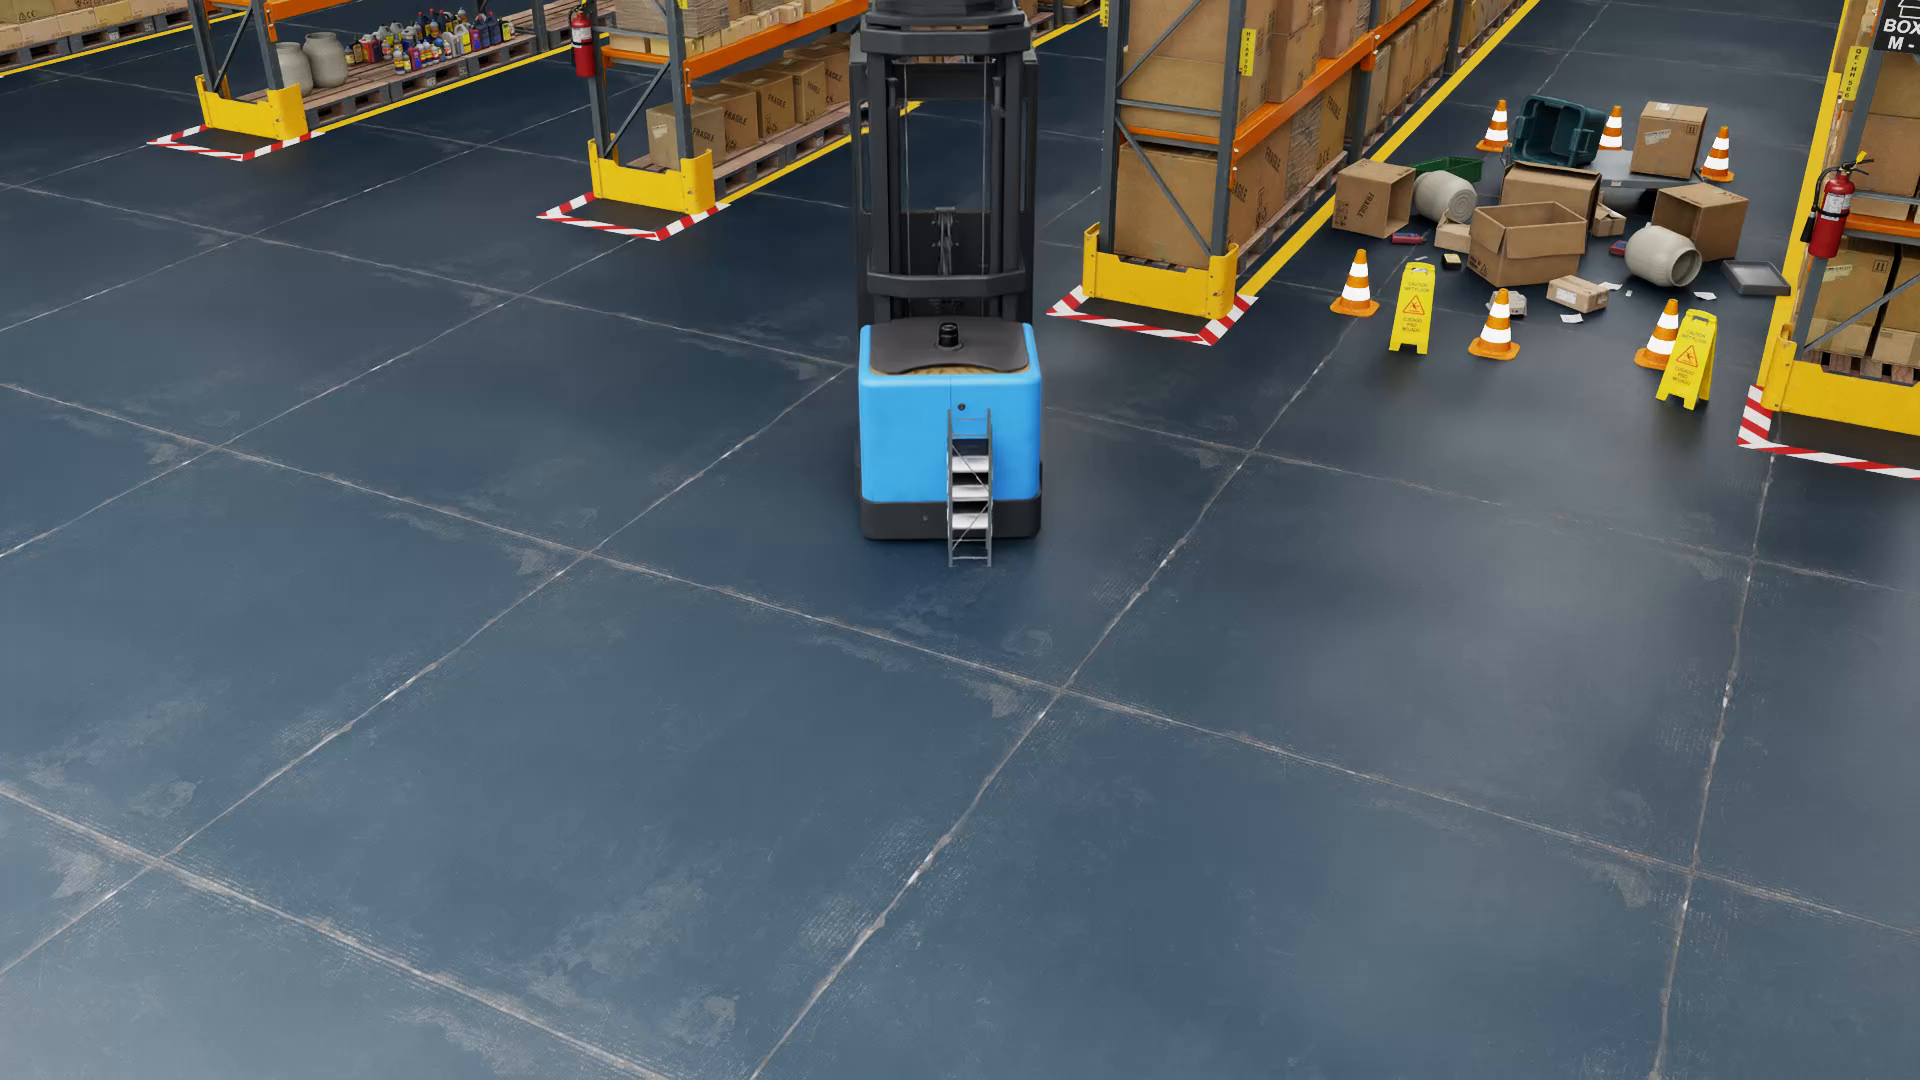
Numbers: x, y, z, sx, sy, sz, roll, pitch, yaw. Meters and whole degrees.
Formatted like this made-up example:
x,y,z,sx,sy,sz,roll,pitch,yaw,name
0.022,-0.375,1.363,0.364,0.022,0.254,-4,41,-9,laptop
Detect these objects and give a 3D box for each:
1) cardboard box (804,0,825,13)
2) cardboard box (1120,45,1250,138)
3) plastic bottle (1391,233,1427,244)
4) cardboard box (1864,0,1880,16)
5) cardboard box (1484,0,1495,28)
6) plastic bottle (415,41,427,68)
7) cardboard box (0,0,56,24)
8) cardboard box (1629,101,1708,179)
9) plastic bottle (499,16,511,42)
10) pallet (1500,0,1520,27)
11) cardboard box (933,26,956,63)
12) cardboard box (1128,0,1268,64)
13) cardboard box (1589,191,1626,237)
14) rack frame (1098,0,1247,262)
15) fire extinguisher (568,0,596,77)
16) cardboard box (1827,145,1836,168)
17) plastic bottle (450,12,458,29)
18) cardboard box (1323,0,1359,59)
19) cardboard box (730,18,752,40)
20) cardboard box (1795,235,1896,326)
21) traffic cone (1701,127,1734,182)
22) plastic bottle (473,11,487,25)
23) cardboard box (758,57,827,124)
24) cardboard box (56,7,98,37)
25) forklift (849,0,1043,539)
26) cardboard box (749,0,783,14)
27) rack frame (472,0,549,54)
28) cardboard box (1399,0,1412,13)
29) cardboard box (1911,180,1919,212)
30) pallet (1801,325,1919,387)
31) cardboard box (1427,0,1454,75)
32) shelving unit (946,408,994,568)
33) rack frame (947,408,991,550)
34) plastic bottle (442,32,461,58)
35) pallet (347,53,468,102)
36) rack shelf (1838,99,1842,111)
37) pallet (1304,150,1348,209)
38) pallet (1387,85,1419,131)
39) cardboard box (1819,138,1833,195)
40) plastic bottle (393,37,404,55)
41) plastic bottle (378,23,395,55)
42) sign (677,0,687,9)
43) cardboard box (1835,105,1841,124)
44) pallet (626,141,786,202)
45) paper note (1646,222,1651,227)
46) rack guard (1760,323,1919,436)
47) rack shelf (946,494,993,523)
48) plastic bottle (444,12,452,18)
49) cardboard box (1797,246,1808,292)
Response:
x,y,z,sx,sy,sz,roll,pitch,yaw,name
-1.527,-5.199,16.044,0.380,0.149,0.250,14,33,23,cardboard box
1.681,-3.428,12.557,0.875,0.550,0.550,14,33,23,cardboard box
3.821,-2.566,14.158,0.283,0.061,0.133,4,30,6,plastic bottle
6.281,-3.215,10.933,0.700,0.500,0.500,15,33,24,cardboard box
6.202,-6.541,20.217,0.500,0.500,0.500,13,32,22,cardboard box
-5.966,-5.375,18.395,0.097,0.271,0.097,0,30,0,plastic bottle
-10.965,-6.332,19.350,0.500,0.500,0.500,14,33,23,cardboard box
6.229,-3.519,14.615,0.500,0.500,0.500,14,33,23,cardboard box
-5.329,-5.980,19.437,0.061,0.283,0.133,16,34,26,plastic bottle
6.666,-6.954,21.647,1.003,0.211,1.213,14,33,23,pallet
-0.462,-5.713,18.755,0.700,0.500,0.500,14,33,23,cardboard box
1.756,-3.878,12.255,0.875,0.550,0.550,14,33,23,cardboard box
5.546,-2.824,14.401,0.258,0.266,0.396,-7,31,-11,cardboard box
1.553,-3.189,12.290,1.000,3.000,0.127,14,33,23,rack frame
-3.279,-4.379,14.441,0.296,0.674,0.183,14,33,23,fire extinguisher
6.855,-2.889,12.705,0.380,0.149,0.250,16,34,26,cardboard box
-5.967,-6.053,19.564,0.061,0.283,0.133,14,33,23,plastic bottle
2.987,-4.612,14.618,0.875,0.550,0.550,14,33,23,cardboard box
-2.121,-4.651,15.090,0.380,0.149,0.250,14,33,23,cardboard box
6.138,-1.840,11.528,0.500,0.500,0.500,15,33,24,cardboard box
7.146,-3.651,15.643,0.336,0.463,0.334,14,33,23,traffic cone
-5.569,-5.979,19.368,0.144,0.351,0.185,14,33,23,plastic bottle
-1.679,-4.513,16.685,0.500,0.500,0.500,11,32,19,cardboard box
-10.739,-6.229,19.924,0.500,0.250,0.500,14,33,23,cardboard box
-0.104,-1.973,10.243,1.130,2.935,3.031,-1,30,-2,forklift
-2.155,-5.229,15.445,0.875,0.500,0.500,14,33,23,cardboard box
-5.404,-7.255,19.372,1.000,3.000,0.127,14,33,23,rack frame
4.083,-5.401,16.043,0.500,0.500,0.500,15,33,24,cardboard box
6.446,-2.220,10.857,0.380,0.149,0.250,15,33,24,cardboard box
6.441,-1.287,11.779,1.003,0.211,1.213,14,33,23,pallet
4.839,-5.692,18.487,1.050,0.750,0.750,14,33,23,cardboard box
0.054,-0.285,9.343,0.258,0.900,0.210,-1,30,-2,shelving unit
0.050,-0.336,9.431,0.240,0.900,0.006,-1,30,-2,rack frame
-5.753,-5.615,18.809,0.152,0.276,0.135,15,33,24,plastic bottle
-6.301,-5.215,18.619,1.003,0.211,1.213,14,33,23,pallet
8.738,-4.458,15.224,1.077,0.370,4.000,14,33,23,rack shelf
2.959,-3.433,15.517,1.003,0.211,1.213,14,33,23,pallet
4.214,-4.655,17.643,1.003,0.211,1.213,14,33,23,pallet
7.318,-2.998,13.545,0.500,0.500,0.500,16,34,26,cardboard box
-6.378,-5.606,18.869,0.097,0.201,0.097,0,30,0,plastic bottle
-6.505,-5.679,18.846,0.144,0.351,0.185,16,33,25,plastic bottle
-2.334,-4.611,13.898,0.100,0.325,0.005,14,33,23,sign
9.054,-4.122,16.133,0.950,0.372,0.625,14,33,22,cardboard box
-2.381,-3.535,15.694,1.003,0.211,1.213,14,33,23,pallet
6.067,-2.748,14.505,0.148,0.019,0.142,14,33,23,paper note
6.040,-1.060,11.094,1.175,0.500,0.348,14,33,23,rack guard
0.054,-0.178,9.405,0.258,0.077,0.200,-1,30,-2,rack shelf
-6.062,-6.074,19.608,0.152,0.276,0.135,16,33,25,plastic bottle
6.610,-1.981,12.526,0.500,0.250,0.500,13,32,22,cardboard box
